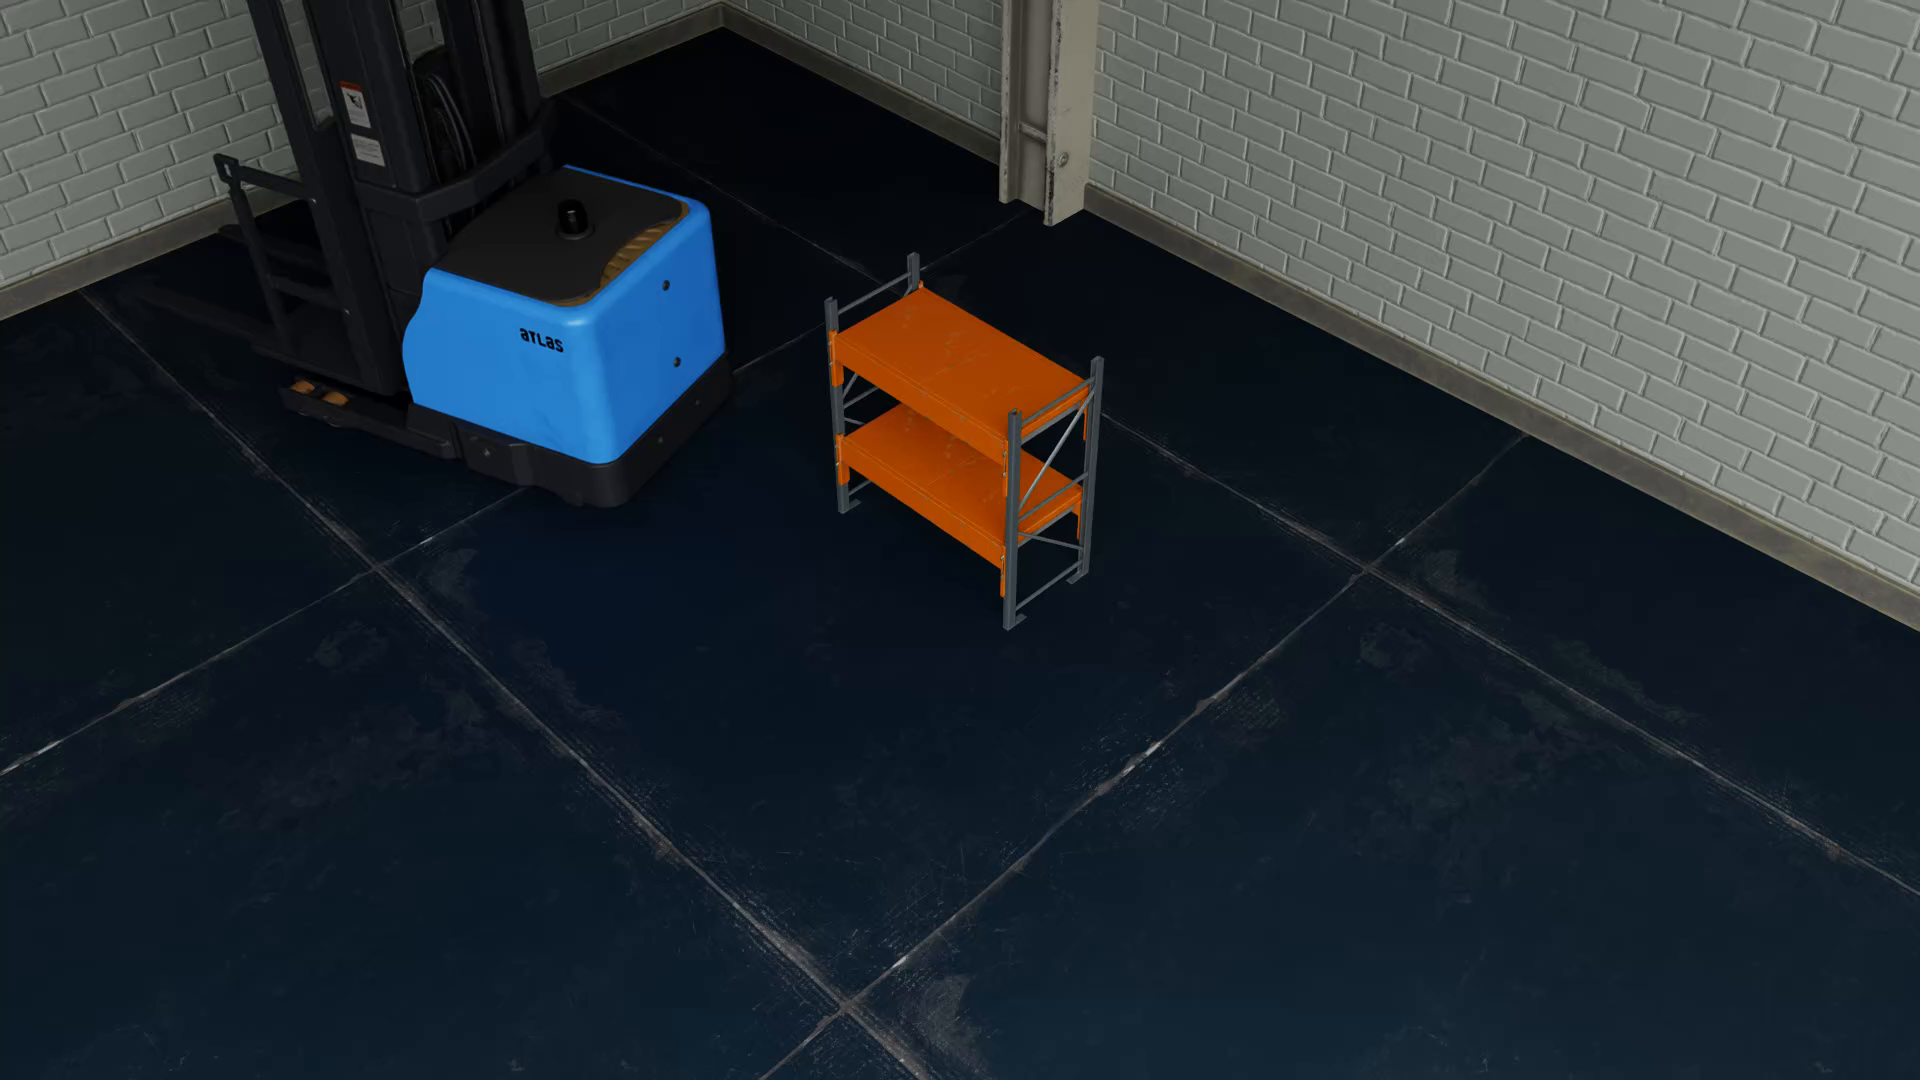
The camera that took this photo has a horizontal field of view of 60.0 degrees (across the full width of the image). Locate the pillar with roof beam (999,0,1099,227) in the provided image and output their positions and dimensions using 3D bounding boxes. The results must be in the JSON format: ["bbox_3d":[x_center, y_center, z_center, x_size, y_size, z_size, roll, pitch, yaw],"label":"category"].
[{"bbox_3d":[-2.586,-3.124,4.000,9.100,9.000,0.400,-34,53,-31],"label":"pillar with roof beam"}]

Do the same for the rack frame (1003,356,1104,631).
[{"bbox_3d":[0.364,-0.166,6.600,0.500,1.125,0.032,-34,53,-31],"label":"rack frame"}]

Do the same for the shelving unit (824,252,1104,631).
[{"bbox_3d":[0.005,-0.410,6.865,0.538,1.125,1.048,-34,53,-31],"label":"shelving unit"}]

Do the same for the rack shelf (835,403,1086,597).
[{"bbox_3d":[0.005,-0.230,7.031,0.538,0.278,1.000,-34,53,-31],"label":"rack shelf"}]

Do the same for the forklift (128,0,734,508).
[{"bbox_3d":[-2.633,-1.910,7.157,3.031,2.935,1.130,18,46,19],"label":"forklift"}]

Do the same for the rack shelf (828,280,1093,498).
[{"bbox_3d":[0.005,-0.625,6.666,0.538,0.278,1.000,-34,53,-31],"label":"rack shelf"}]

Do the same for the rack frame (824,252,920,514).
[{"bbox_3d":[-0.354,-0.654,7.129,0.500,1.125,0.032,-34,53,-31],"label":"rack frame"}]
